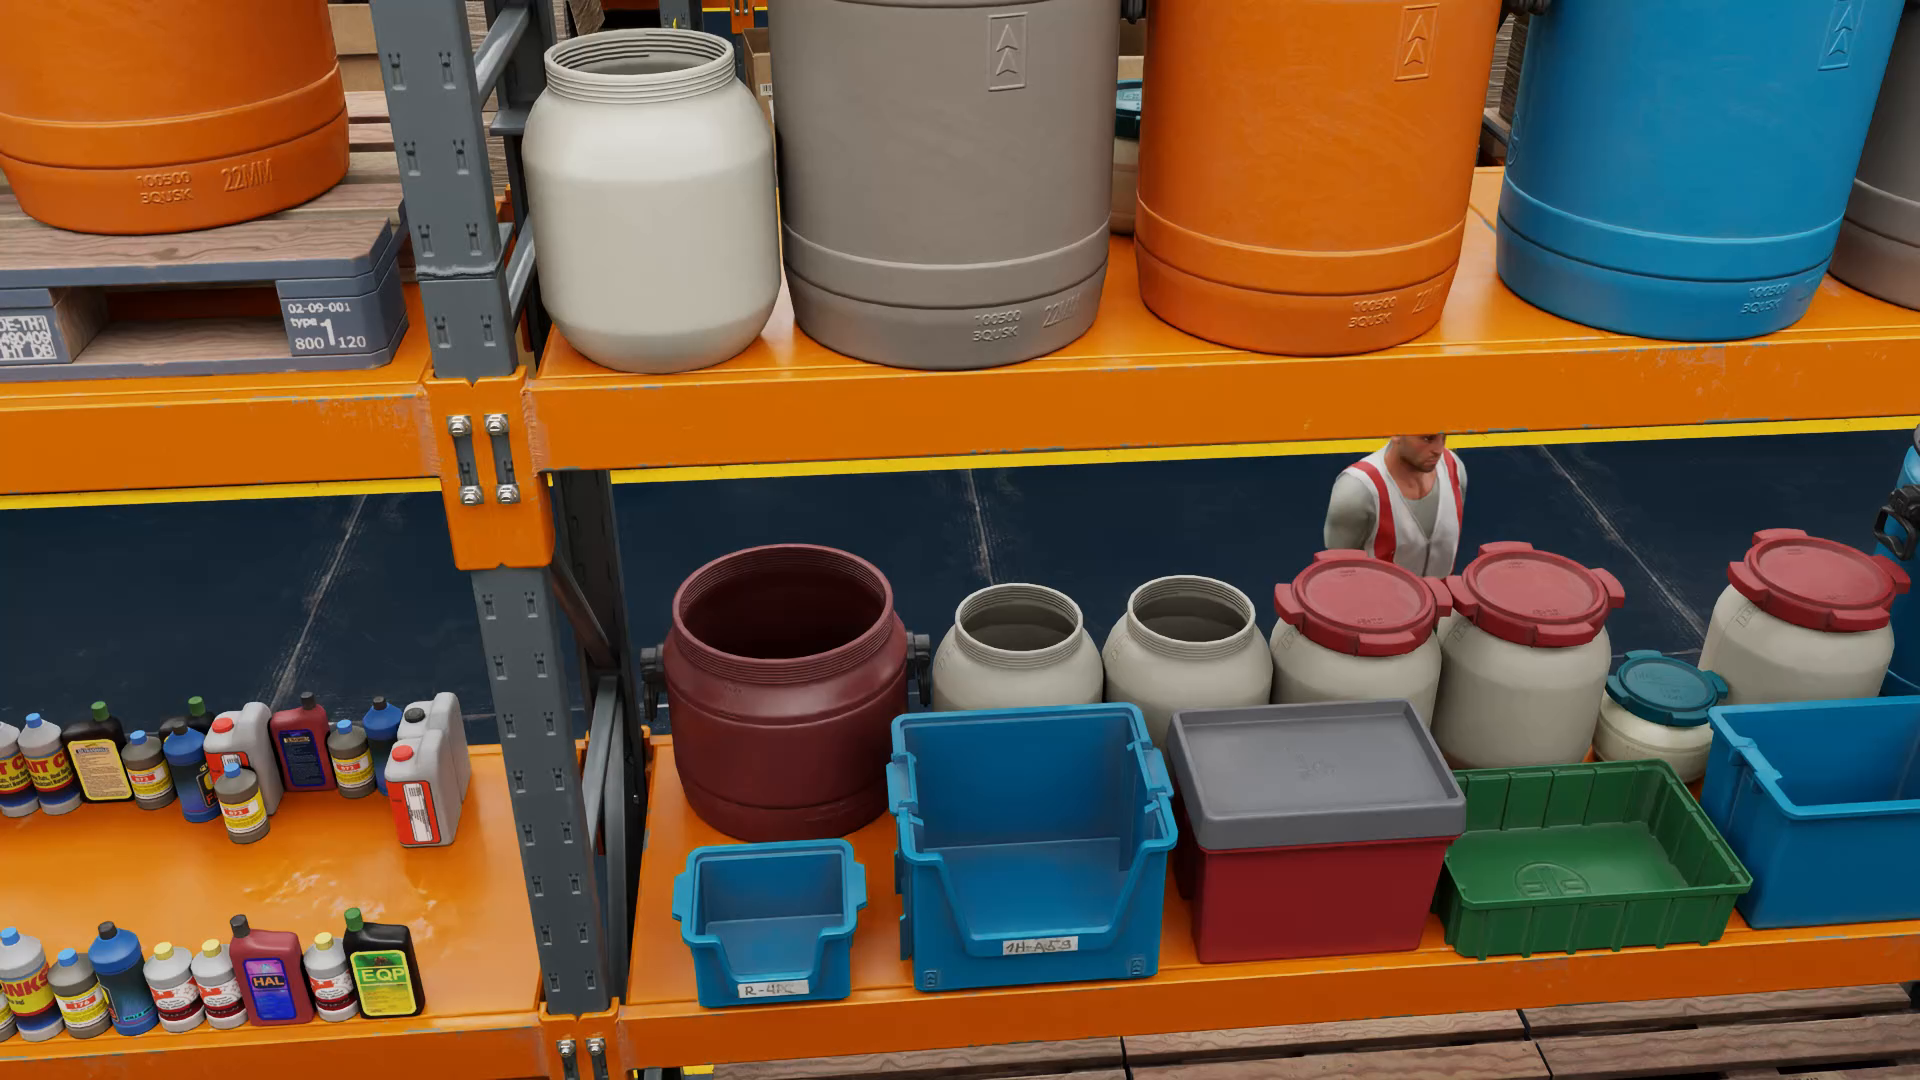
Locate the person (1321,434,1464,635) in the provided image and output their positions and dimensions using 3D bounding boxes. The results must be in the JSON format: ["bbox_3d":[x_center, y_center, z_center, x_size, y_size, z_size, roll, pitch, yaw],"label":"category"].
[{"bbox_3d":[1.485,0.299,5.624,0.597,1.832,0.622,-8,32,-13],"label":"person"}]
